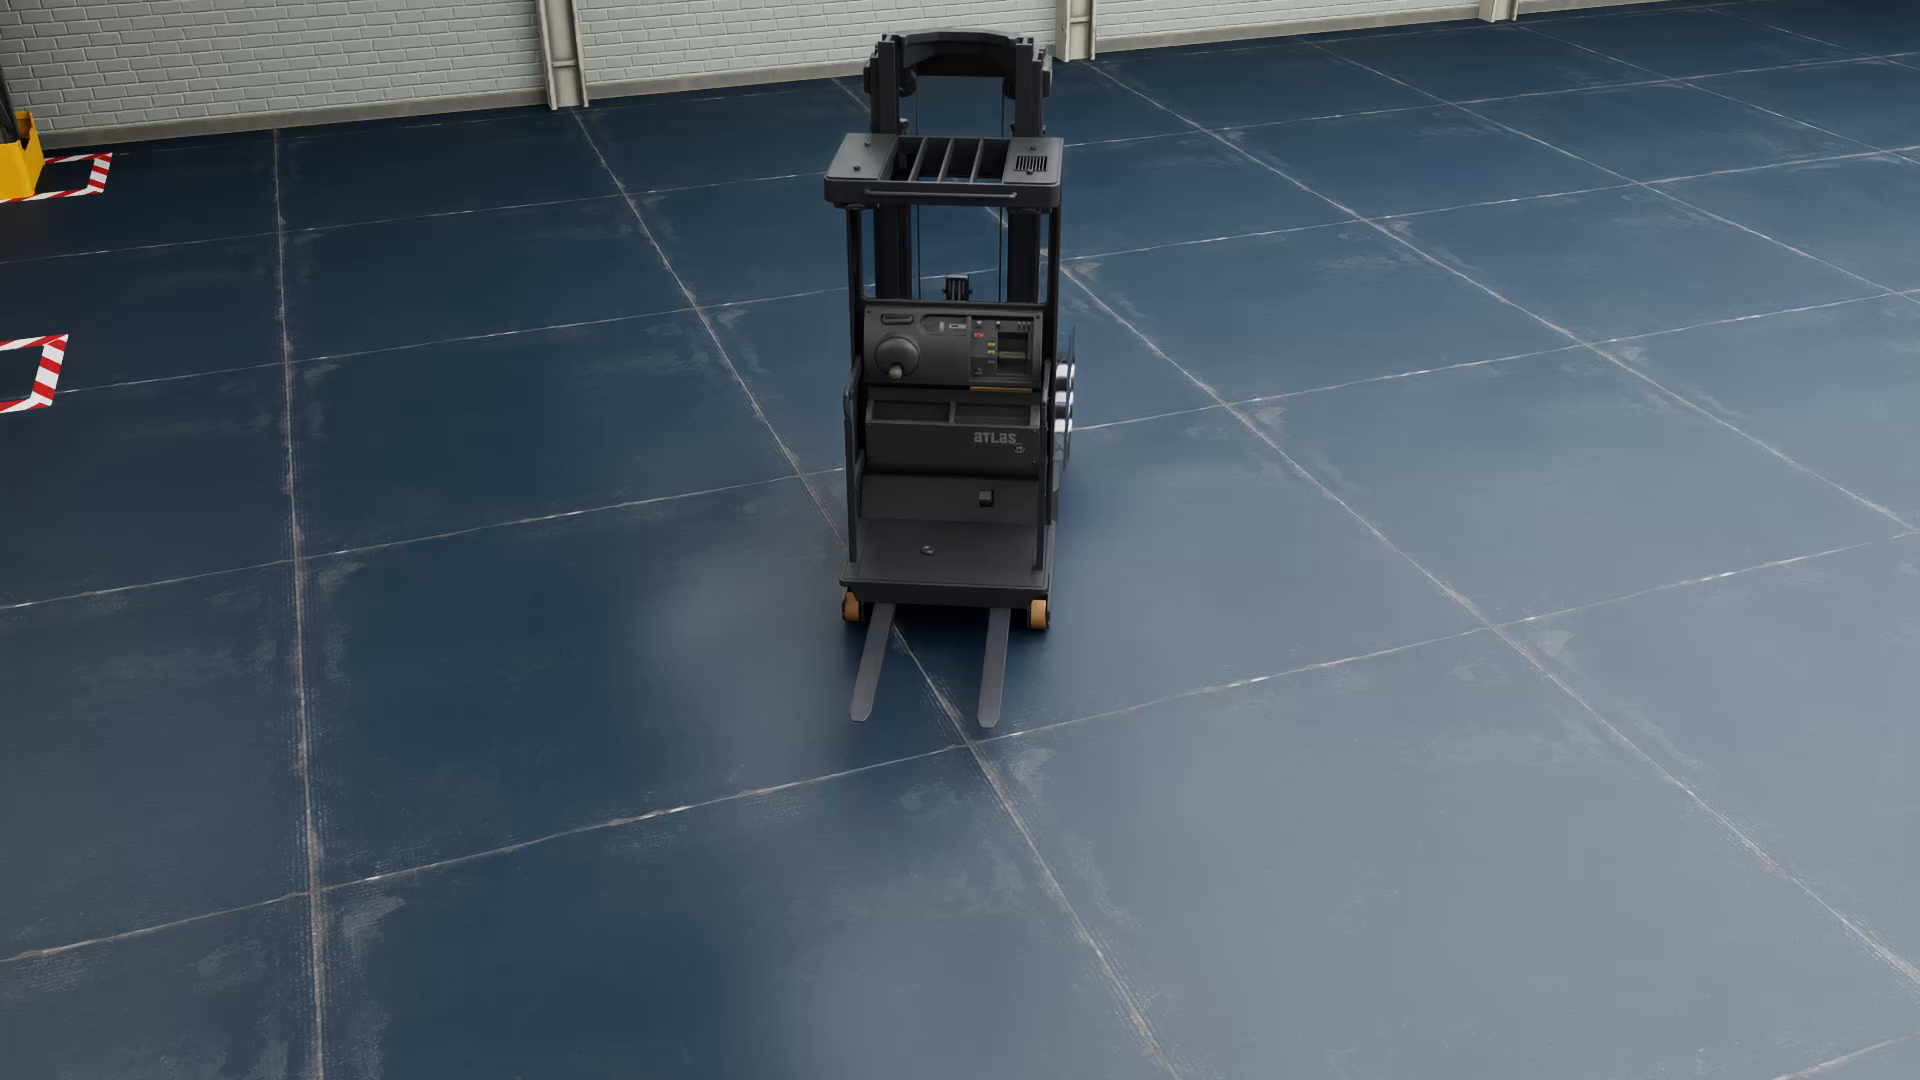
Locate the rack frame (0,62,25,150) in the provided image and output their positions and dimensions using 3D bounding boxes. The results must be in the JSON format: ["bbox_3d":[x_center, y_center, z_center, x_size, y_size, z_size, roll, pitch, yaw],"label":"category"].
[{"bbox_3d":[-8.909,-4.697,14.964,0.127,3.000,1.000,-10,31,-18],"label":"rack frame"}]

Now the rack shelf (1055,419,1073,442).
[{"bbox_3d":[0.570,-0.699,10.479,0.258,0.077,0.200,5,24,9],"label":"rack shelf"}]

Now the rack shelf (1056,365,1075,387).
[{"bbox_3d":[0.577,-1.028,10.334,0.258,0.077,0.200,5,24,9],"label":"rack shelf"}]

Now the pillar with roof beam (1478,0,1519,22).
[{"bbox_3d":[8.495,-8.711,15.949,0.400,9.000,9.100,-10,31,-18],"label":"pillar with roof beam"}]

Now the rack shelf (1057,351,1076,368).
[{"bbox_3d":[0.578,-1.111,10.297,0.258,0.077,0.200,5,24,9],"label":"rack shelf"}]

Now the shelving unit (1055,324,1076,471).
[{"bbox_3d":[0.574,-0.894,10.393,0.258,0.900,0.210,5,24,9],"label":"shelving unit"}]

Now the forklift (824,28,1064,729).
[{"bbox_3d":[-0.052,-0.964,8.481,1.130,2.935,3.031,2,30,4],"label":"forklift"}]

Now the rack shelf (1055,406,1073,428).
[{"bbox_3d":[0.572,-0.781,10.443,0.258,0.077,0.200,5,24,9],"label":"rack shelf"}]

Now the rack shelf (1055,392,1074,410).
[{"bbox_3d":[0.574,-0.864,10.406,0.258,0.077,0.200,5,24,9],"label":"rack shelf"}]

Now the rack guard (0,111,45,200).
[{"bbox_3d":[-8.887,-3.615,15.590,0.348,0.500,1.175,-10,31,-18],"label":"rack guard"}]

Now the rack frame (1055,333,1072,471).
[{"bbox_3d":[0.557,-0.854,10.301,0.240,0.900,0.006,5,24,9],"label":"rack frame"}]

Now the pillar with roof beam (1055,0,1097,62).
[{"bbox_3d":[2.872,-7.675,14.131,0.400,9.000,9.100,-10,31,-18],"label":"pillar with roof beam"}]

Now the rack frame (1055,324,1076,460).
[{"bbox_3d":[0.591,-0.934,10.485,0.240,0.900,0.006,5,24,9],"label":"rack frame"}]

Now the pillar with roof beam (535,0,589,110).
[{"bbox_3d":[-2.752,-6.640,12.314,0.400,9.000,9.100,-10,31,-18],"label":"pillar with roof beam"}]

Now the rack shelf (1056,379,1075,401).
[{"bbox_3d":[0.575,-0.946,10.370,0.258,0.077,0.200,5,24,9],"label":"rack shelf"}]
